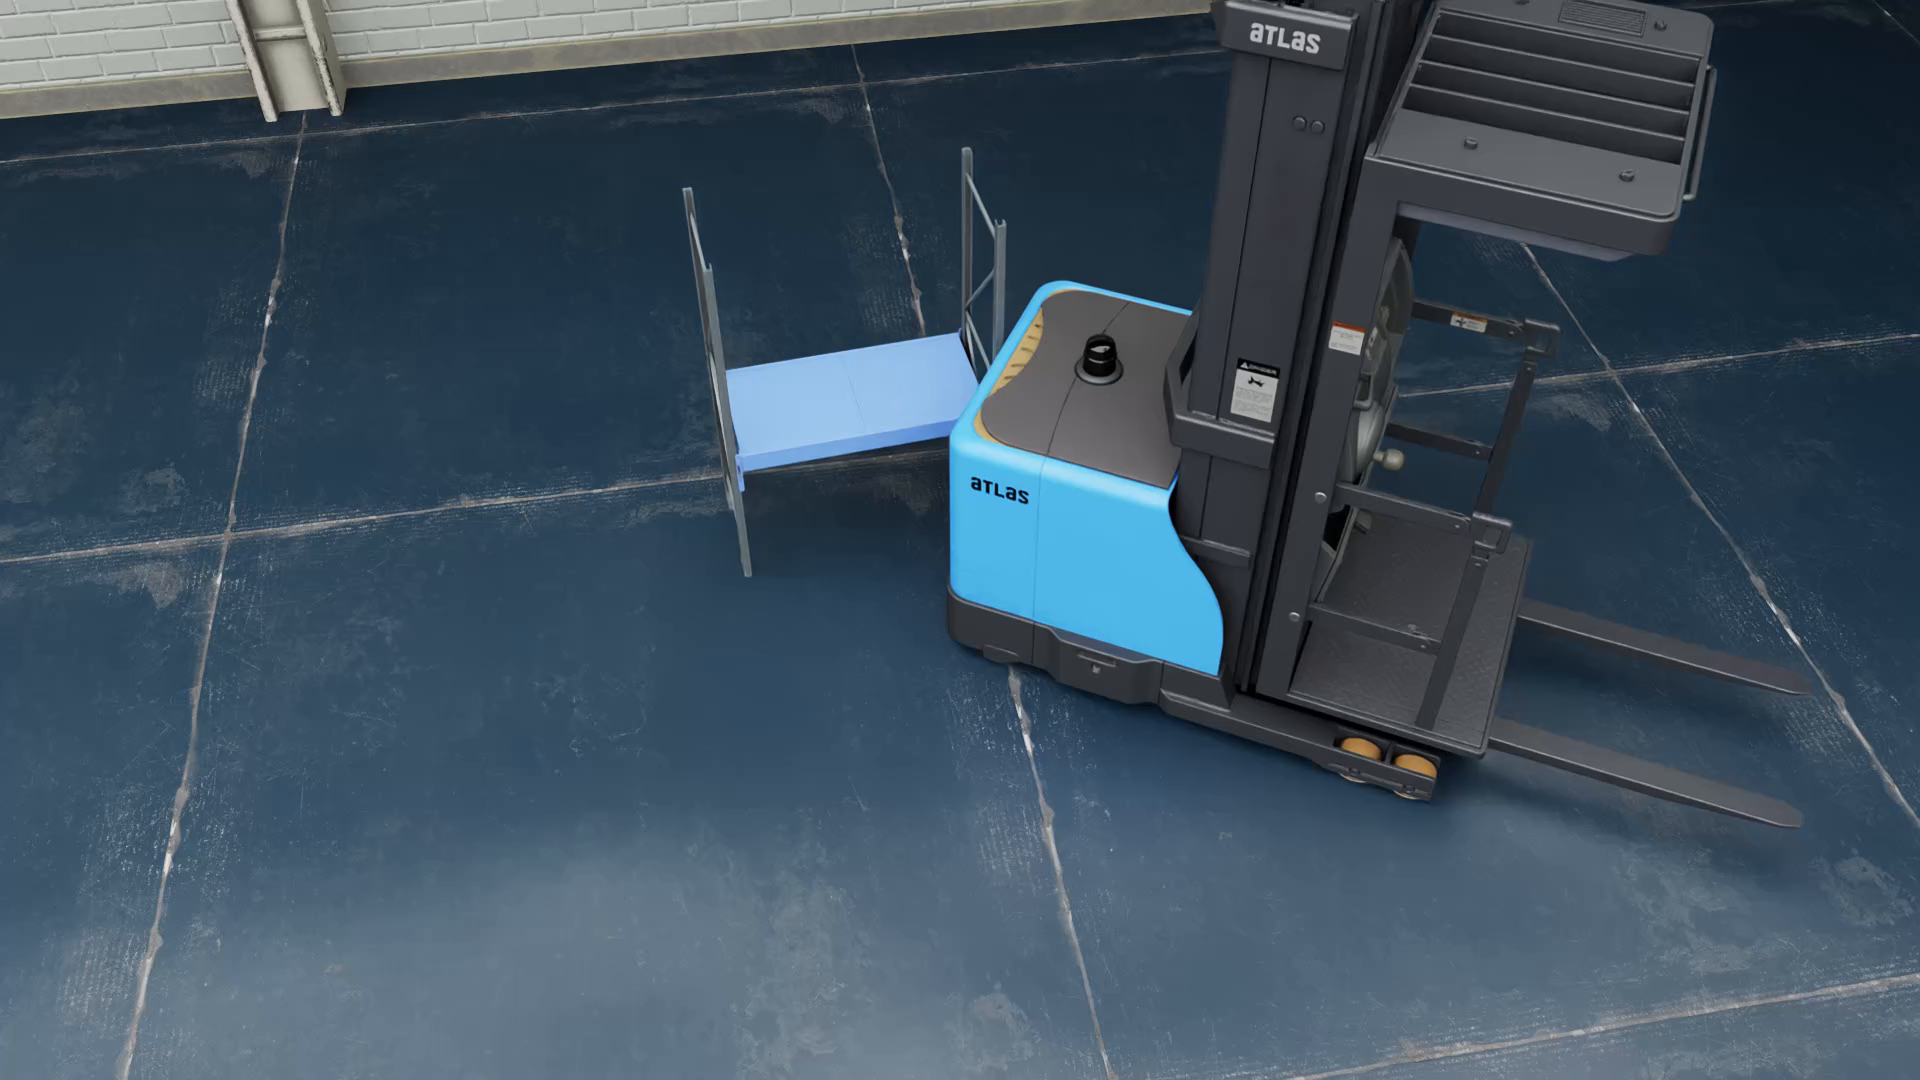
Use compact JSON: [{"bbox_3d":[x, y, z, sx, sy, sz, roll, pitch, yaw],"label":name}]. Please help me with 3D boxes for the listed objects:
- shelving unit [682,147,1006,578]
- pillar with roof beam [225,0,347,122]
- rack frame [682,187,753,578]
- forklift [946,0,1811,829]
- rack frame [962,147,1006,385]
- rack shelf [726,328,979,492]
[{"bbox_3d":[-0.409,-0.639,6.325,1.048,1.500,0.538,-11,47,-10],"label":"shelving unit"},{"bbox_3d":[-2.815,-2.442,2.854,0.400,9.000,9.100,-7,46,-7],"label":"pillar with roof beam"},{"bbox_3d":[-0.901,-0.548,6.236,0.032,1.500,0.500,-11,47,-10],"label":"rack frame"},{"bbox_3d":[1.517,-0.540,5.235,3.031,2.935,1.130,16,48,15],"label":"forklift"},{"bbox_3d":[0.083,-0.731,6.413,0.032,1.500,0.500,-11,47,-10],"label":"rack frame"},{"bbox_3d":[-0.409,-0.515,6.454,1.000,0.185,0.538,-11,47,-10],"label":"rack shelf"}]
